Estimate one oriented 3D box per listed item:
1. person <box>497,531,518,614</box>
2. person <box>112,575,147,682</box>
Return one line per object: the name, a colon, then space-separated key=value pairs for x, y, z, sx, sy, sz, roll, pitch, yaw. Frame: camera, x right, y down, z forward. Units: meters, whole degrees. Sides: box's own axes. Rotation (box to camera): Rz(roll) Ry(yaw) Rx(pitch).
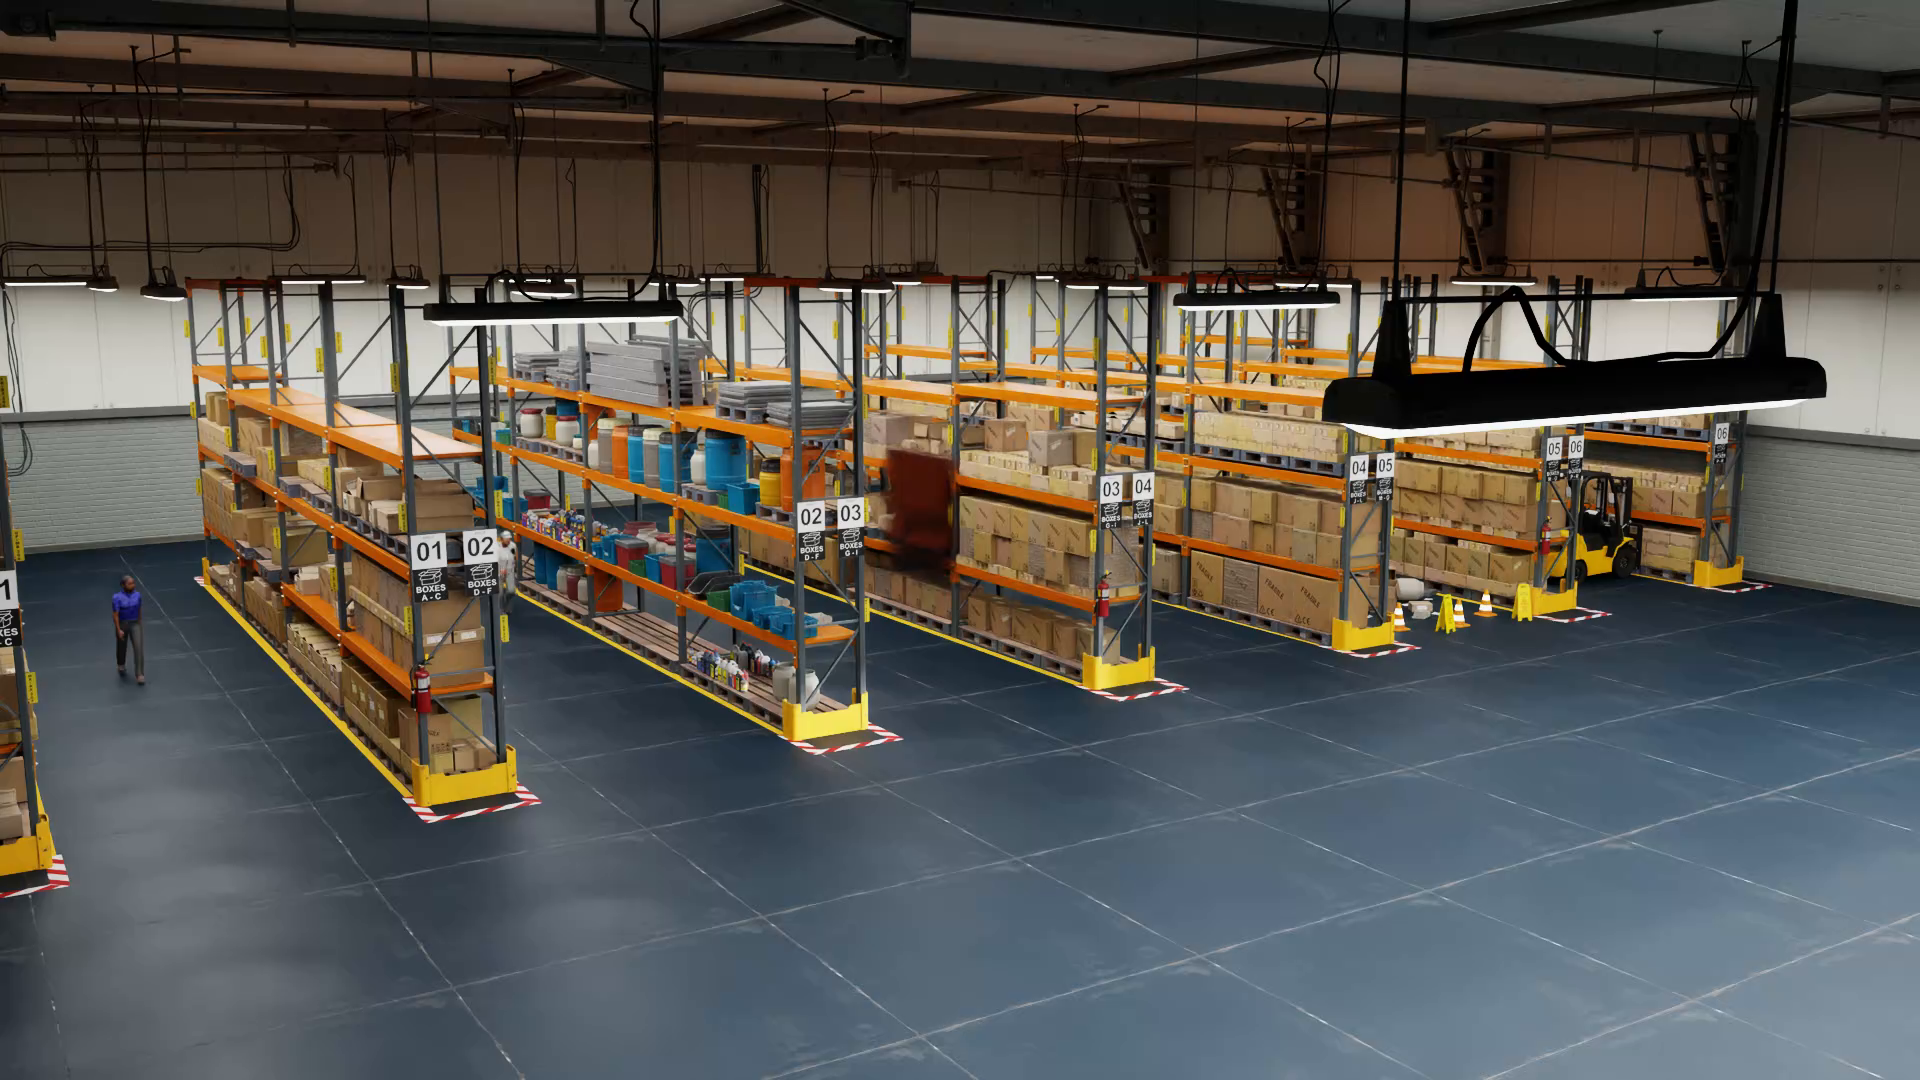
person: x=-8.178 y=0.587 z=29.799 sx=0.571 sy=1.574 sz=0.746 roll=-4 pitch=10 yaw=-21
person: x=-12.644 y=1.312 z=25.271 sx=0.418 sy=1.595 sz=1.045 roll=-6 pitch=11 yaw=-33
